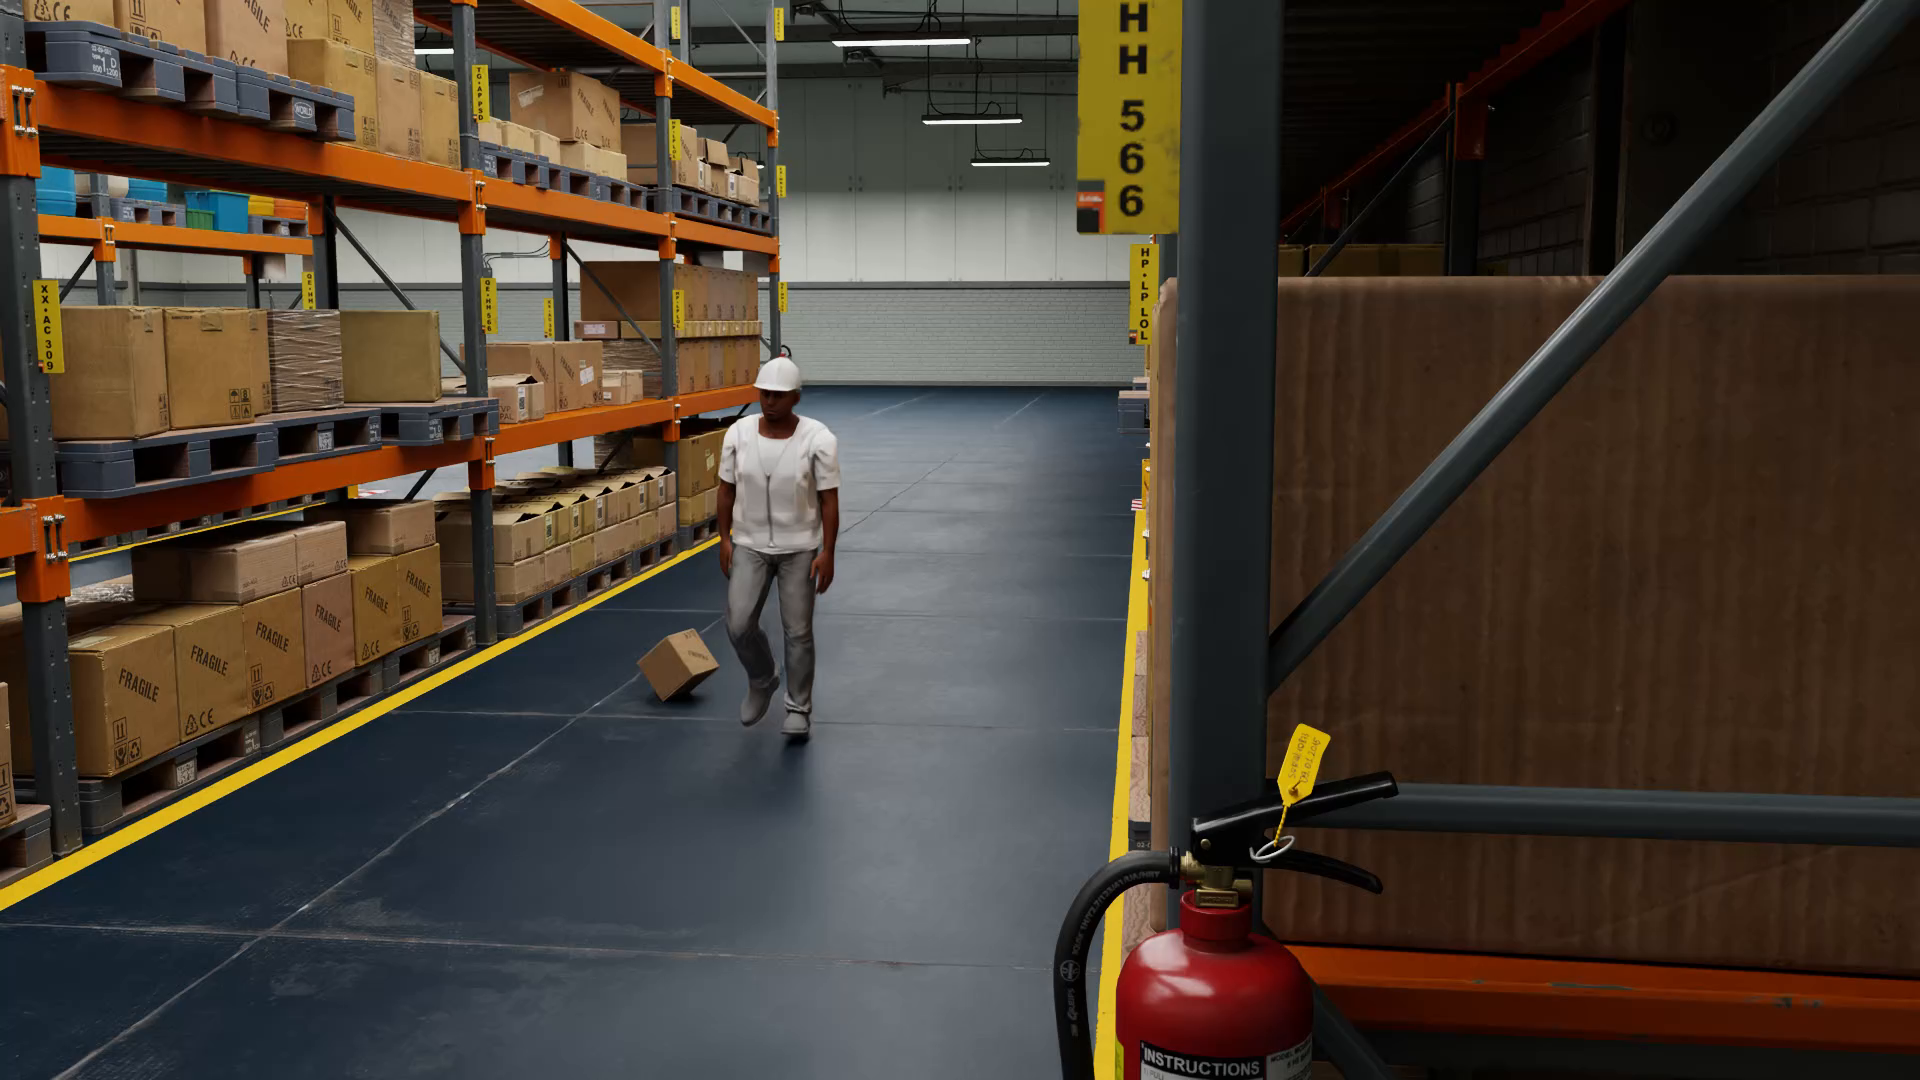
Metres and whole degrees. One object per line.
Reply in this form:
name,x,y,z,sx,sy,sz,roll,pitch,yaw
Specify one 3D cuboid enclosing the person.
person,-0.837,0.033,7.698,0.594,1.757,0.535,1,8,5
